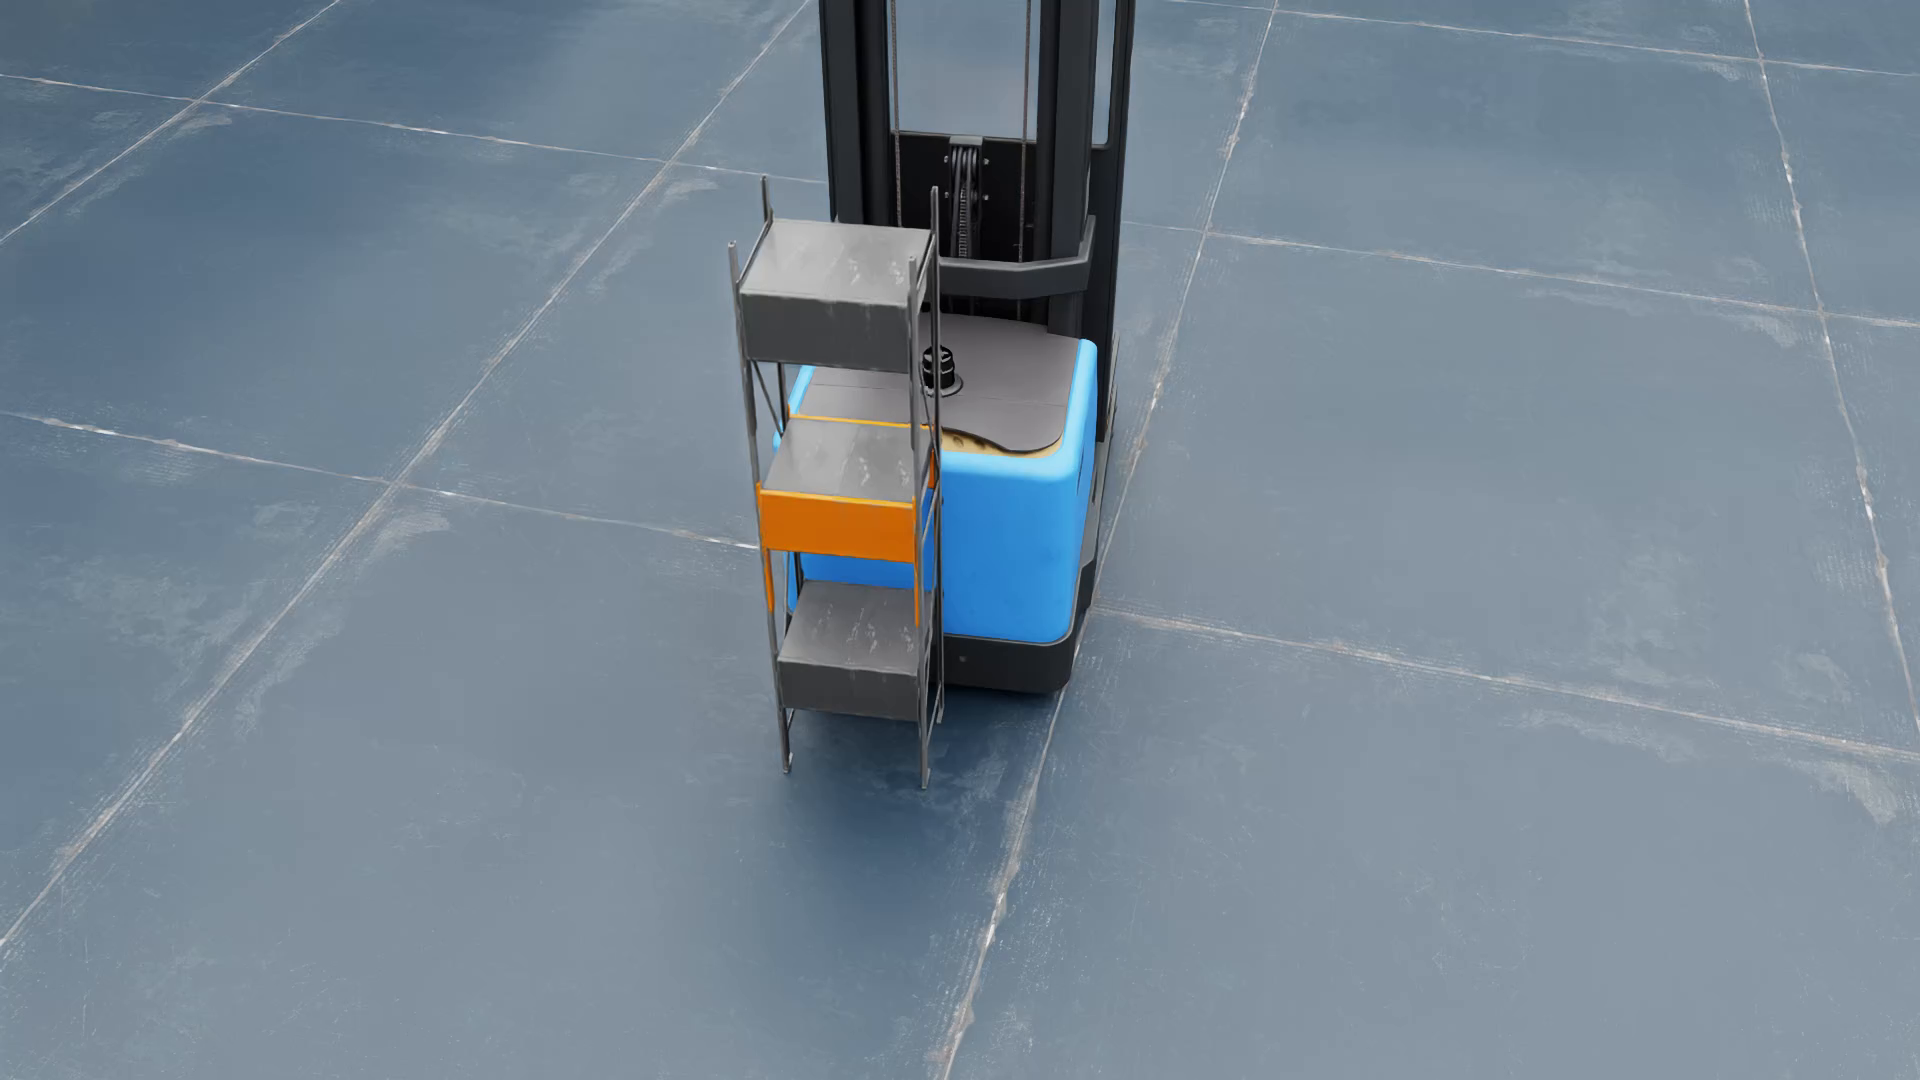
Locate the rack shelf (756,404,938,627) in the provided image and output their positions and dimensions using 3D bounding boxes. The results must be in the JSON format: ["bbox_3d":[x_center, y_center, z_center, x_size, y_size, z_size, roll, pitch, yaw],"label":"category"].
[{"bbox_3d":[-0.337,-0.078,5.227,0.480,0.518,0.431,6,41,7],"label":"rack shelf"}]

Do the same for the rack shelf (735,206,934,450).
[{"bbox_3d":[-0.338,-0.609,4.771,0.480,0.518,0.431,6,41,7],"label":"rack shelf"}]

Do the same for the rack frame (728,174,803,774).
[{"bbox_3d":[-0.578,-0.112,5.246,0.015,2.100,0.400,6,41,7],"label":"rack frame"}]

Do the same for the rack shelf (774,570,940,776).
[{"bbox_3d":[-0.336,0.453,5.683,0.480,0.518,0.431,6,41,7],"label":"rack shelf"}]

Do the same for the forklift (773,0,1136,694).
[{"bbox_3d":[0.094,-1.518,6.278,1.130,2.935,3.031,6,40,7],"label":"forklift"}]

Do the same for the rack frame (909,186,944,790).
[{"bbox_3d":[-0.096,-0.065,5.191,0.015,2.100,0.400,6,41,7],"label":"rack frame"}]

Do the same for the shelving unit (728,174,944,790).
[{"bbox_3d":[-0.337,-0.088,5.218,0.503,2.100,0.431,6,41,7],"label":"shelving unit"}]
